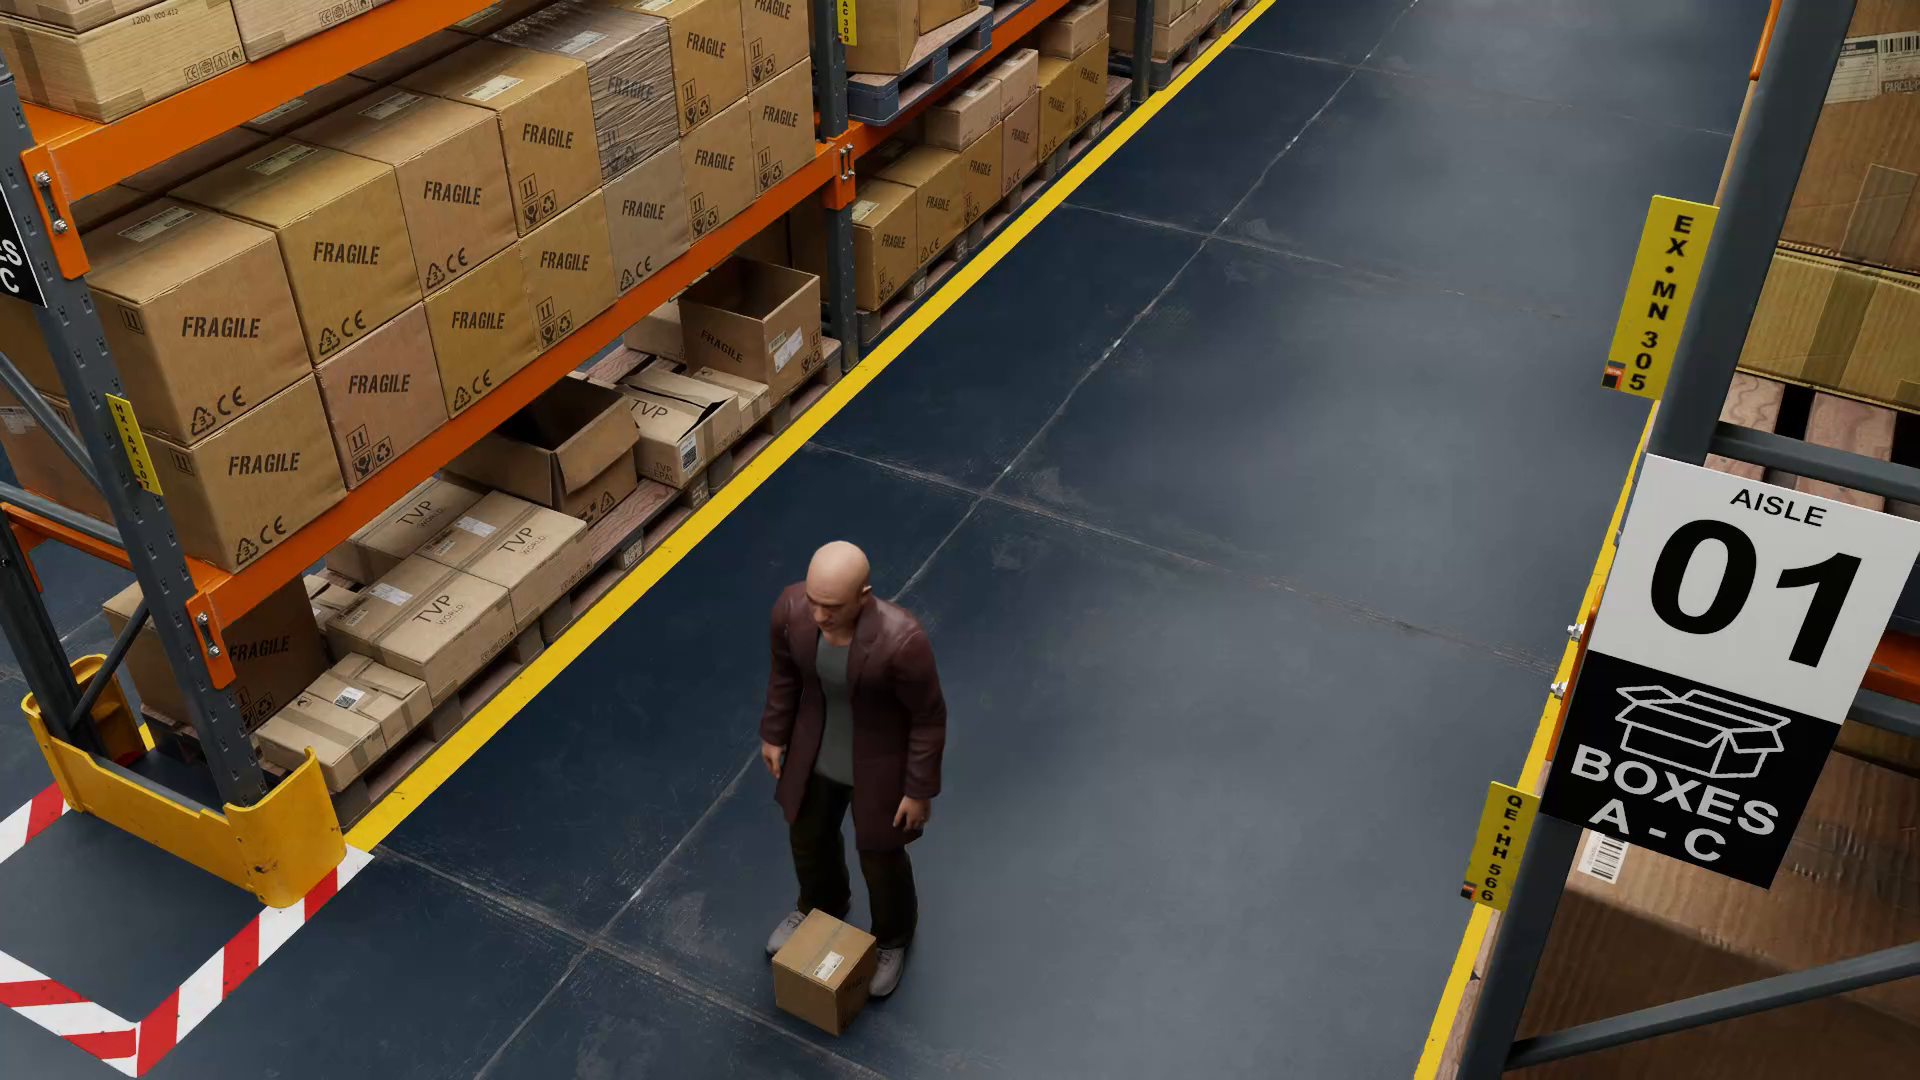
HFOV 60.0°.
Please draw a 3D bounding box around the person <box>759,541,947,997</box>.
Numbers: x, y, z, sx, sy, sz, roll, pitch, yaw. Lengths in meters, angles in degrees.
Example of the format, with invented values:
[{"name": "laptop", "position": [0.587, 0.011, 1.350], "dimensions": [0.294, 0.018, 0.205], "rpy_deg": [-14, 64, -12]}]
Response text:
[{"name": "person", "position": [-0.344, 0.699, 5.251], "dimensions": [0.644, 1.774, 0.424], "rpy_deg": [18, 41, 22]}]
